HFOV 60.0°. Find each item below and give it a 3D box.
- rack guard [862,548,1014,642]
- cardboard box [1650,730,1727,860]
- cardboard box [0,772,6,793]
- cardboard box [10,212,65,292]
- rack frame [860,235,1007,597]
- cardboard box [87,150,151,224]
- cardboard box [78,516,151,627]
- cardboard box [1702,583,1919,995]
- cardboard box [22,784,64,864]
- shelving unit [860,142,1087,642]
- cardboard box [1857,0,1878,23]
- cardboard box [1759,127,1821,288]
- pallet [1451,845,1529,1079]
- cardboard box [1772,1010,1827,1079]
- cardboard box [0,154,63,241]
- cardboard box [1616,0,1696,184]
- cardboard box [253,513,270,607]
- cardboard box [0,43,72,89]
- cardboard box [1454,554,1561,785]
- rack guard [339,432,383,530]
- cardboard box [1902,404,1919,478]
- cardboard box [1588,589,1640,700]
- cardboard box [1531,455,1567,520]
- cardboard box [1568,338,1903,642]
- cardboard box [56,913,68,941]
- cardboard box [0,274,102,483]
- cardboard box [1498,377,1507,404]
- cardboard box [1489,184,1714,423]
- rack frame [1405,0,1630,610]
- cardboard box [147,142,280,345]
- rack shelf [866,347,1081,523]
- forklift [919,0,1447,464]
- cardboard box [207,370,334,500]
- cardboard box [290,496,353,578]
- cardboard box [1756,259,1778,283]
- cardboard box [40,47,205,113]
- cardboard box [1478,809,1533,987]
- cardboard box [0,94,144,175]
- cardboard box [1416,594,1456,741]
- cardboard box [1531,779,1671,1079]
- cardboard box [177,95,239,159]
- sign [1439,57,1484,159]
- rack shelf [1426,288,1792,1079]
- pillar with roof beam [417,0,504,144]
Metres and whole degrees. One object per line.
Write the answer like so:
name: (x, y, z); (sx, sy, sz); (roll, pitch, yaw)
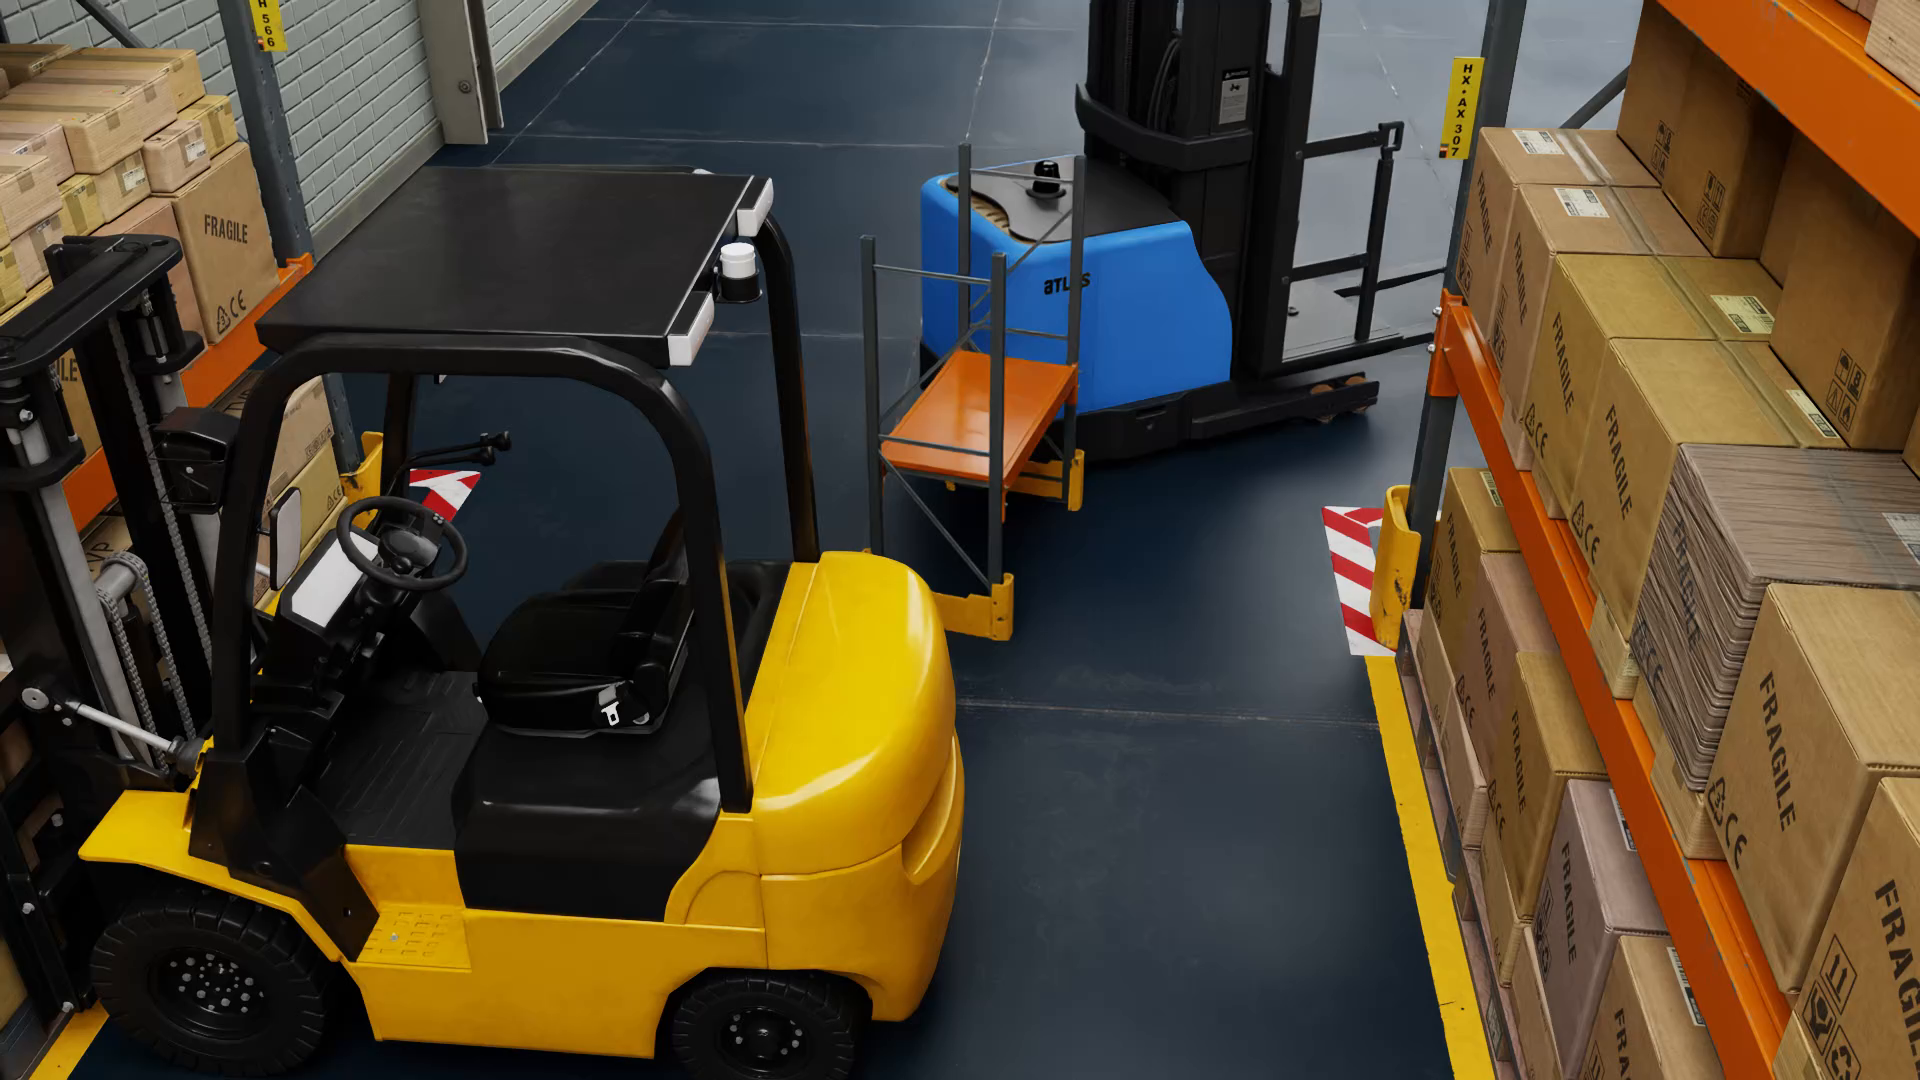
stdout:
rack guard: (-0.090, 0.203, 6.182); (0.587, 0.250, 0.087); (10, 33, 16)
cardboard box: (1.615, 0.505, 3.310); (0.380, 0.149, 0.250); (2, 32, 3)
cardboard box: (-2.701, 0.700, 4.023); (0.500, 0.250, 0.500); (3, 32, 6)
cardboard box: (-2.637, -0.777, 4.439); (0.380, 0.149, 0.250); (1, 32, 2)
rack frame: (-0.090, -0.328, 5.853); (0.500, 1.500, 0.032); (10, 33, 16)
cardboard box: (-2.631, -1.048, 4.878); (0.380, 0.149, 0.250); (3, 32, 5)
cardboard box: (-2.602, 0.161, 4.897); (0.500, 0.250, 0.500); (3, 32, 5)
cardboard box: (1.637, 0.429, 2.815); (0.500, 0.500, 0.500); (3, 32, 6)
cardboard box: (-2.653, 0.650, 4.580); (0.500, 0.250, 0.500); (2, 32, 4)
shelving unit: (0.069, -0.576, 6.255); (0.587, 1.500, 1.083); (10, 33, 16)
cardboard box: (1.738, -0.907, 2.743); (0.380, 0.149, 0.250); (3, 32, 5)
cardboard box: (2.327, -0.764, 3.798); (0.700, 0.500, 0.500); (2, 32, 3)
pallet: (1.930, 1.306, 4.430); (1.003, 0.211, 1.213); (2, 32, 4)
cardboard box: (1.549, 0.906, 2.660); (0.380, 0.149, 0.250); (3, 32, 5)
cardboard box: (-2.616, -0.904, 4.360); (0.380, 0.149, 0.250); (3, 32, 5)
cardboard box: (2.315, -1.299, 4.667); (0.700, 0.500, 0.500); (2, 32, 3)
cardboard box: (-2.588, 0.118, 5.444); (0.500, 0.250, 0.500); (2, 32, 4)
cardboard box: (-3.049, -1.470, 5.278); (0.380, 0.149, 0.250); (2, 32, 3)
cardboard box: (1.758, 0.388, 4.767); (0.500, 0.500, 0.500); (1, 32, 2)
rack guard: (-2.806, -0.139, 6.499); (1.175, 0.500, 0.348); (2, 32, 4)
cardboard box: (2.197, -0.232, 2.936); (0.700, 0.500, 0.500); (2, 32, 3)
cardboard box: (1.651, 0.237, 3.746); (0.380, 0.149, 0.250); (3, 32, 4)
cardboard box: (1.742, -0.170, 4.406); (0.380, 0.149, 0.250); (3, 32, 5)
cardboard box: (1.712, -0.110, 3.691); (0.500, 0.500, 0.500); (2, 32, 3)
cardboard box: (-2.651, 0.854, 4.726); (0.500, 0.250, 0.500); (3, 32, 6)
cardboard box: (-2.680, -0.426, 4.487); (0.500, 0.500, 0.500); (2, 32, 3)
cardboard box: (1.796, -0.437, 4.840); (0.380, 0.149, 0.250); (1, 32, 2)
cardboard box: (1.785, -0.643, 4.556); (0.500, 0.500, 0.500); (3, 32, 5)
rack frame: (2.139, -0.981, 5.482); (1.000, 3.000, 0.127); (2, 32, 4)
cardboard box: (-2.587, -0.965, 5.361); (0.500, 0.500, 0.500); (2, 32, 3)
rack shelf: (0.072, -0.428, 6.357); (0.538, 0.185, 1.000); (10, 33, 16)
forklift: (1.370, -2.027, 7.245); (3.031, 2.935, 1.130); (-14, 34, -22)
cardboard box: (-2.535, -0.371, 5.760); (0.500, 0.250, 0.500); (3, 32, 6)
cardboard box: (-2.532, 0.060, 6.014); (0.500, 0.250, 0.500); (3, 32, 4)
cardboard box: (2.324, -0.593, 4.474); (0.500, 0.500, 0.500); (3, 32, 4)
cardboard box: (-2.628, -1.440, 5.230); (0.380, 0.149, 0.250); (3, 32, 4)
cardboard box: (1.717, 0.974, 4.532); (0.500, 0.250, 0.500); (5, 32, 7)
cardboard box: (-2.611, -1.172, 4.795); (0.380, 0.149, 0.250); (3, 32, 5)
cardboard box: (1.798, 0.421, 5.428); (0.500, 0.250, 0.500); (2, 32, 4)
cardboard box: (1.674, 0.930, 3.888); (0.500, 0.500, 0.500); (4, 32, 7)
cardboard box: (-2.557, -1.316, 5.313); (0.380, 0.149, 0.250); (3, 32, 5)
sign: (1.598, -1.372, 5.293); (0.100, 0.325, 0.005); (2, 32, 4)
rack shelf: (1.976, 0.371, 3.974); (1.077, 0.370, 4.000); (2, 32, 4)
pillar with roof beam: (1.016, -6.373, 8.513); (9.100, 9.000, 0.400); (2, 32, 4)
